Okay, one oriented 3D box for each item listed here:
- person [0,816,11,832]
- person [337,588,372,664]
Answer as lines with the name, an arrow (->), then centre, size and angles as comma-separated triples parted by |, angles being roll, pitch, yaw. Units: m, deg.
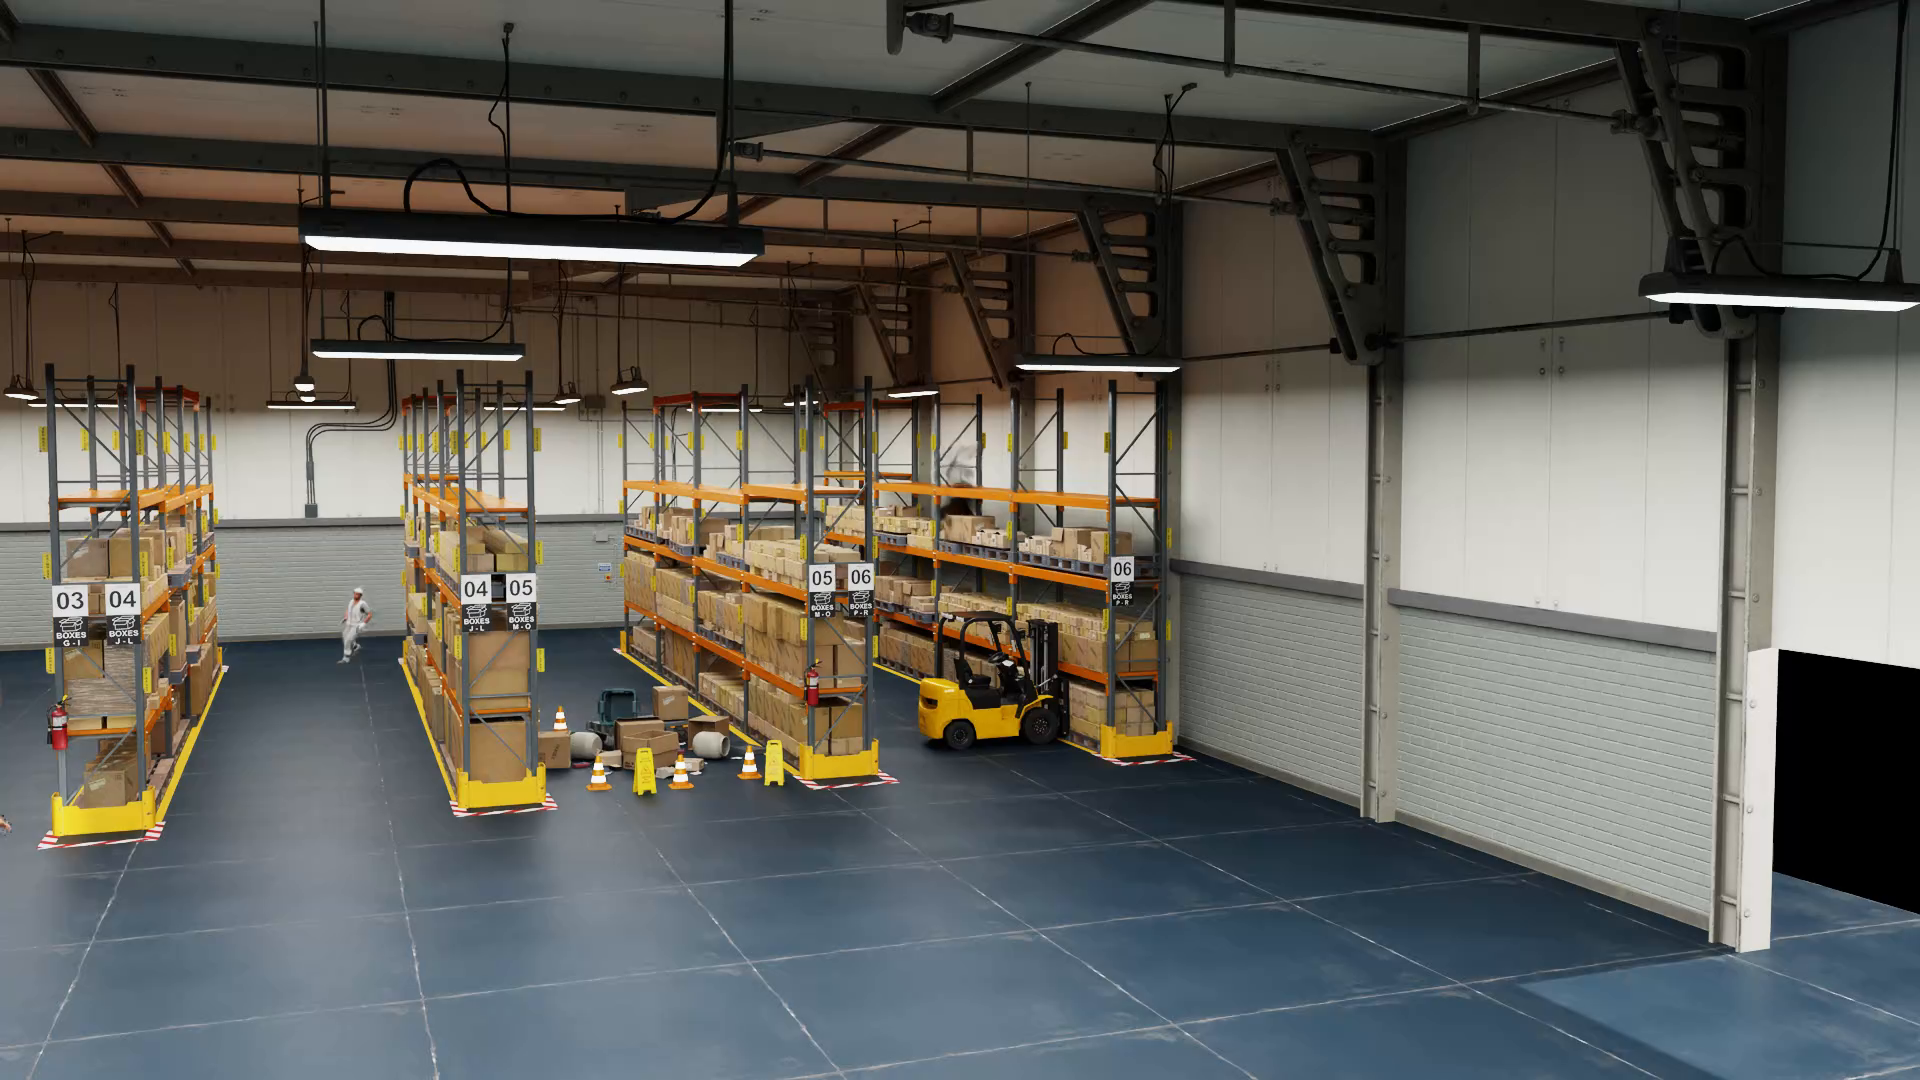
person -> -10.405, 3.171, 17.654 | 0.579, 1.599, 0.595 | 0, 3, 7
person -> -13.660, 1.944, 37.611 | 0.707, 1.718, 0.717 | 1, 4, 22
